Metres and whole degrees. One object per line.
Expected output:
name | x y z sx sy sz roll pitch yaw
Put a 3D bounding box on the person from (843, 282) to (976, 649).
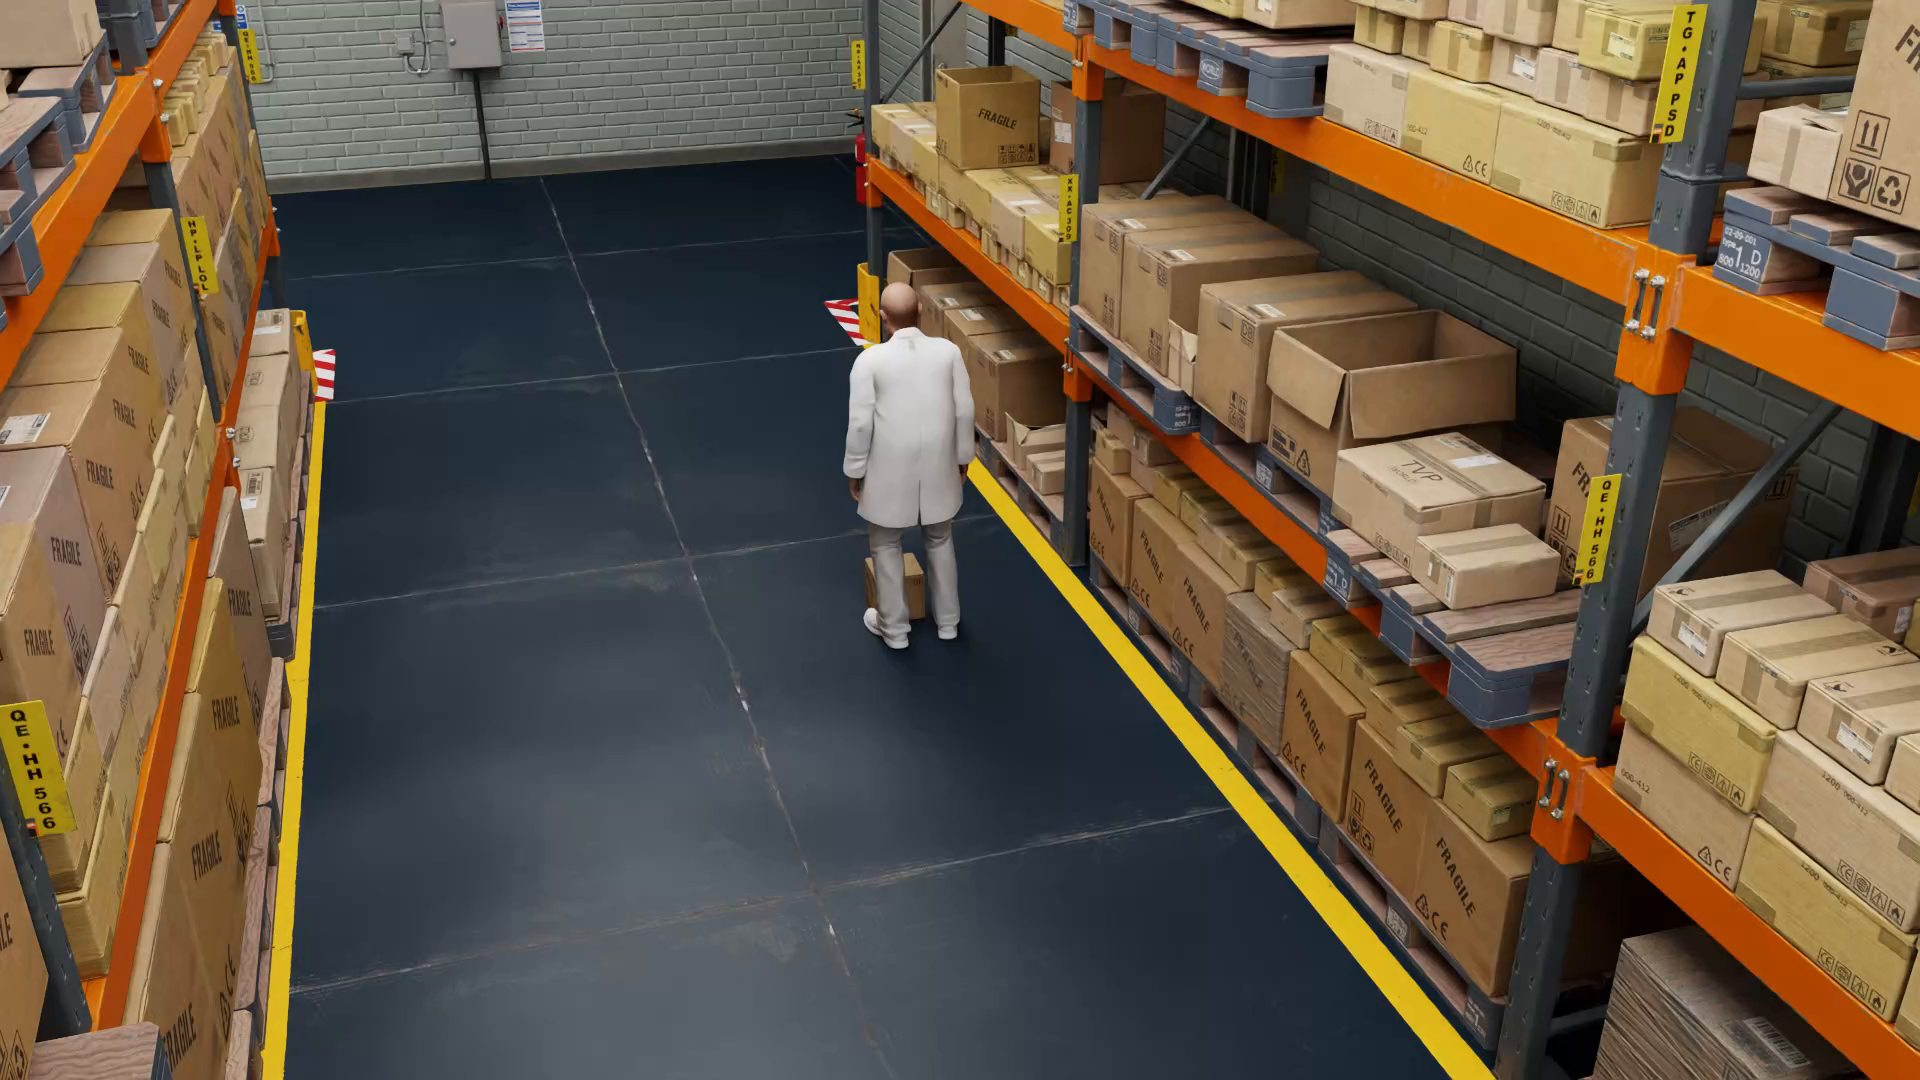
person | -0.237 -0.341 7.831 0.640 1.773 0.426 -8 27 -16
